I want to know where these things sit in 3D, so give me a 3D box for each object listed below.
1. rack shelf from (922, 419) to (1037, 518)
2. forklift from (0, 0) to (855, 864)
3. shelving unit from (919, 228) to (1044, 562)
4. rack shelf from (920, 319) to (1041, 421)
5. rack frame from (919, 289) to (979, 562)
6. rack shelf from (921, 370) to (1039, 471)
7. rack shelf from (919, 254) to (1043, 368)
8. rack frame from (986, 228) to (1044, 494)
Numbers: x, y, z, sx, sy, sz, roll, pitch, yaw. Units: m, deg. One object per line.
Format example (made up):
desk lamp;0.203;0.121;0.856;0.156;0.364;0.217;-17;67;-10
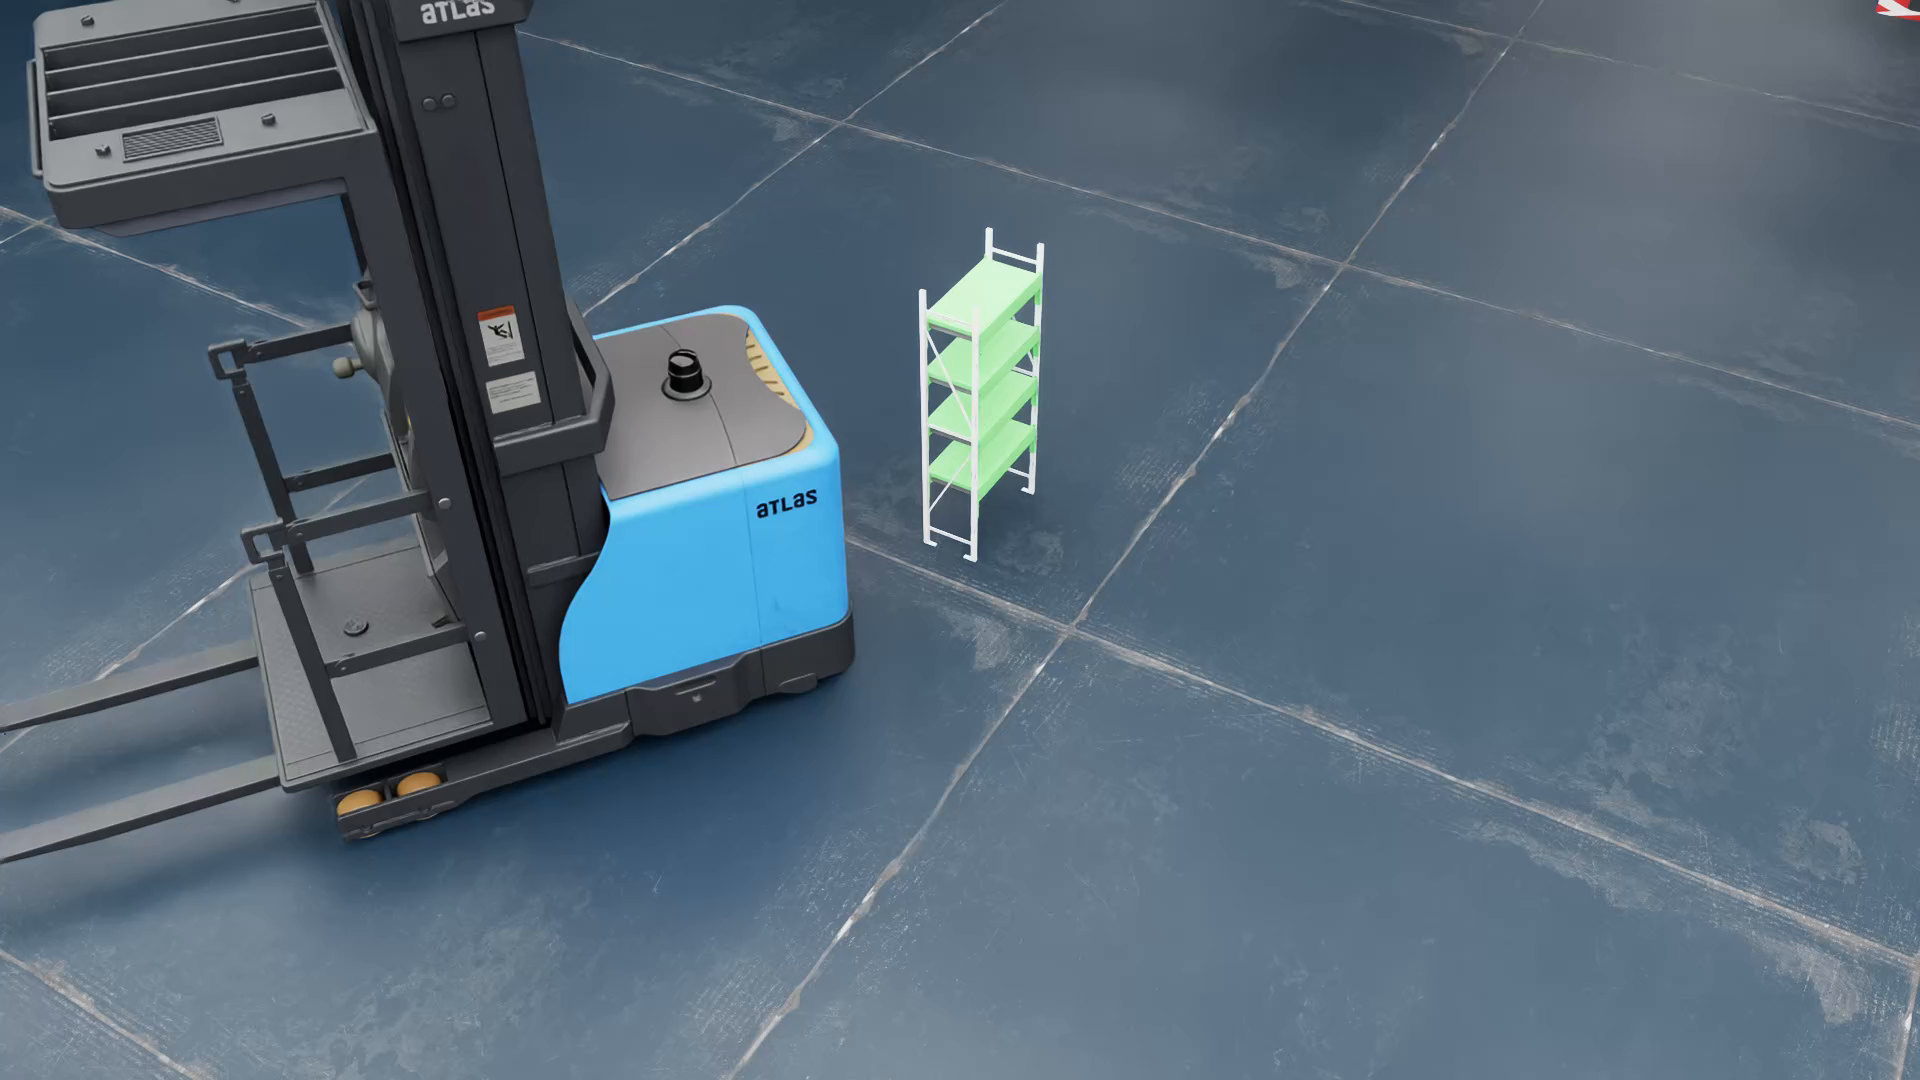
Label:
rack shelf;0.083;-0.317;6.662;0.258;0.148;0.480;21;45;22
forklift;-1.951;-0.494;5.093;3.031;2.935;1.130;-16;44;-18
shelving unit;0.083;-0.545;6.461;0.258;1.200;0.503;21;45;22
rack shelf;0.083;-0.677;6.345;0.258;0.148;0.480;21;45;22
rack frame;-0.039;-0.405;6.302;0.240;1.200;0.015;21;45;22
rack shelf;0.083;-0.497;6.503;0.258;0.148;0.480;21;45;22
rack shelf;0.083;-0.857;6.186;0.258;0.148;0.480;21;45;22
rack frame;0.205;-0.685;6.620;0.240;1.200;0.015;21;45;22
